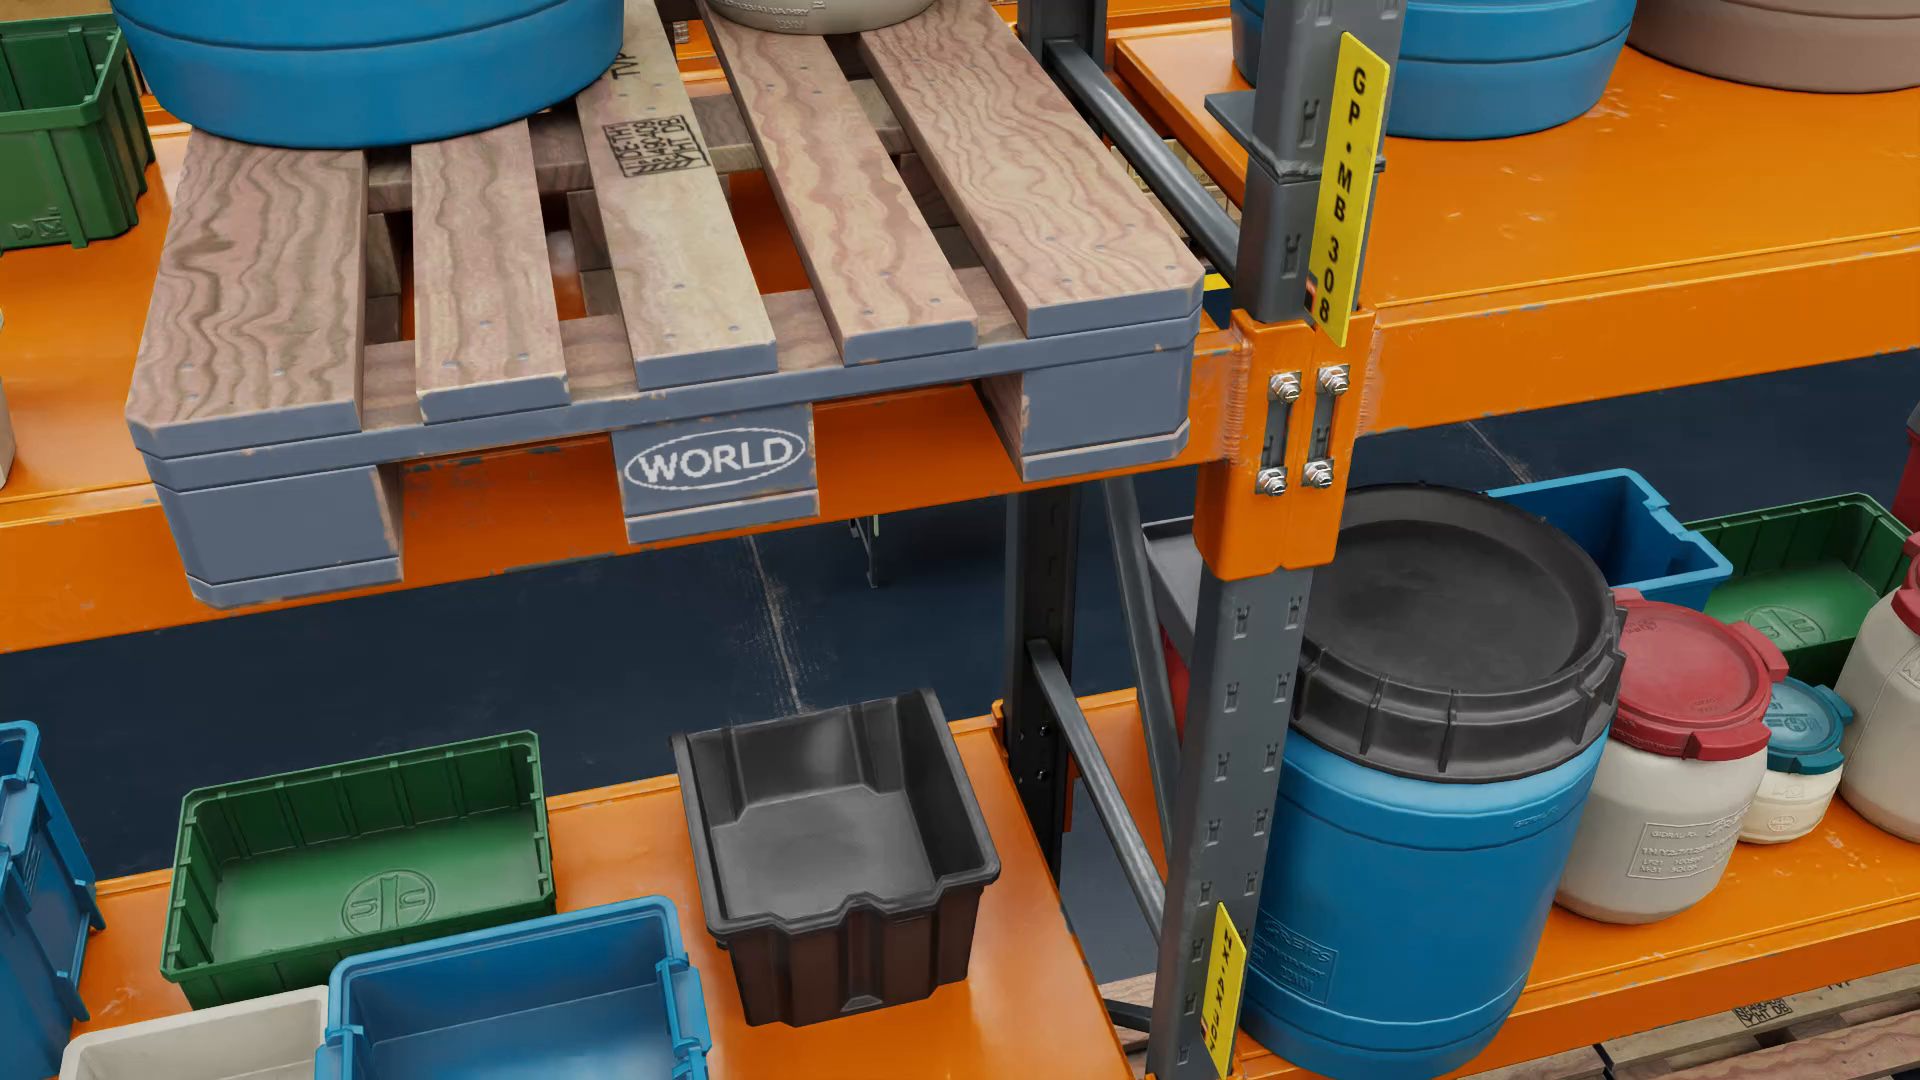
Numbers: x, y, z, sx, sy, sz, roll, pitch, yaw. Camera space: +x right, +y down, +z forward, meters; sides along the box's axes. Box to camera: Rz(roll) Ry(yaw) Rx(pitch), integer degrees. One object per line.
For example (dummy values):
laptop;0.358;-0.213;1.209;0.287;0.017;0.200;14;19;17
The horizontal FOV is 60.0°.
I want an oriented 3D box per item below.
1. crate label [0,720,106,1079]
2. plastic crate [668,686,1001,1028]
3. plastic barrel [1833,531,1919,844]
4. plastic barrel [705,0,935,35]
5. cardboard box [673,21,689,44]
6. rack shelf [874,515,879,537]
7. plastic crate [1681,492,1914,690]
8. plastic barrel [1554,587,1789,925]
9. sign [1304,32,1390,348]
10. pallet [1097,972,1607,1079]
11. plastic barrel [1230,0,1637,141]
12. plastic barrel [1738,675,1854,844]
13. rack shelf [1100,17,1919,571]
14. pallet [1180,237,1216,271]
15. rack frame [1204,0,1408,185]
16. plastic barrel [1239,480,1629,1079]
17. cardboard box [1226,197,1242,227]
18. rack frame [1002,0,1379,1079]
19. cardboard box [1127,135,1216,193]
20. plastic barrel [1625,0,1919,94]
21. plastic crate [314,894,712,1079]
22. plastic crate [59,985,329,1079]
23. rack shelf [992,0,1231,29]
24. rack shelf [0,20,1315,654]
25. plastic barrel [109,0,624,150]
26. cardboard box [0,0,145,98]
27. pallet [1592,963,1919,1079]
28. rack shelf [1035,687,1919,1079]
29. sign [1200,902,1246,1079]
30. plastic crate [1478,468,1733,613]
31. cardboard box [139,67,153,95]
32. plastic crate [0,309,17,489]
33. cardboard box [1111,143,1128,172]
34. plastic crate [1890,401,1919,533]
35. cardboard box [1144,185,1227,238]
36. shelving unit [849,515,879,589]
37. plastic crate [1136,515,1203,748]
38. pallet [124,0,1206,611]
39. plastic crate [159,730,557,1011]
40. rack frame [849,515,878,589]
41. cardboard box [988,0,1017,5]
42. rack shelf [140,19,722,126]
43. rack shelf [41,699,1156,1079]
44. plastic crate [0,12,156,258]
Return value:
crate label;-1.875;0.669;2.877;0.616;0.435;0.502;-9;38;-12
plastic crate;-0.259;0.533;3.136;0.504;0.338;0.767;-9;38;-12
plastic barrel;1.969;0.307;3.268;0.433;0.535;0.433;0;37;0
plastic barrel;-0.187;-0.950;2.116;0.421;0.512;0.421;0;37;0
cardboard box;-1.435;-2.372;6.800;0.500;0.500;0.700;-10;39;-13
rack shelf;-0.006;-0.336;5.991;0.720;0.370;0.431;-9;38;-12
plastic crate;1.888;0.142;3.769;0.662;0.188;0.450;-9;38;-12
plastic barrel;1.261;0.423;3.117;0.433;0.535;0.433;0;37;0
sign;0.413;-0.371;1.790;0.005;0.325;0.100;-9;38;-12
pallet;1.028;1.460;4.168;1.213;0.211;1.003;-9;38;-12
plastic barrel;0.714;-1.099;2.336;0.708;0.901;0.600;-9;38;-12
plastic barrel;1.598;0.435;3.326;0.301;0.262;0.301;0;37;0
rack shelf;2.211;-0.723;2.849;4.000;0.370;1.077;-9;38;-12
pallet;0.873;-1.634;8.212;1.213;0.211;1.003;-9;38;-12
rack frame;0.280;-1.883;1.305;0.127;3.000;1.000;-9;38;-12
plastic barrel;0.732;0.417;2.823;0.708;0.901;0.600;-9;38;-12
cardboard box;1.427;-1.727;7.956;0.500;0.250;0.500;-8;38;-11
rack frame;0.280;0.500;3.128;0.127;3.000;1.000;-9;38;-12
cardboard box;0.940;-1.867;7.678;0.500;0.311;0.500;-8;38;-11
plastic barrel;1.346;-1.202;2.471;0.600;0.901;0.600;0;37;0
plastic crate;-0.718;0.893;2.736;0.616;0.251;0.499;-9;38;-12
plastic crate;-1.222;1.010;2.678;0.437;0.136;0.530;-9;38;-12
rack shelf;0.923;-2.437;7.560;4.000;0.370;1.077;-9;38;-12
rack shelf;-1.651;-0.089;2.021;4.000;0.370;1.077;-9;38;-12
plastic barrel;-0.709;-0.963;1.813;0.708;0.901;0.600;-9;38;-12
cardboard box;-3.429;-2.040;6.366;0.500;0.500;0.700;-9;38;-12
pallet;2.208;1.265;4.423;1.213;0.211;1.003;-9;38;-12
rack shelf;2.211;0.469;3.761;4.000;0.370;1.077;-9;38;-12
sign;0.413;0.714;2.620;0.005;0.325;0.100;-9;38;-12
plastic crate;1.264;0.149;3.600;0.575;0.384;0.392;-9;38;-12
cardboard box;-2.922;-2.126;6.478;0.500;0.500;0.700;-8;38;-11
plastic crate;-1.164;-0.096;1.654;0.396;0.136;0.243;-9;38;-12
cardboard box;0.440;-1.782;7.567;0.500;0.311;0.500;-11;39;-13
plastic crate;2.502;-0.083;3.837;0.583;0.464;0.402;-9;38;-12
cardboard box;0.931;-1.643;7.847;0.500;0.250;0.500;-9;38;-11
shelving unit;-0.006;-0.595;5.793;0.755;1.500;0.431;-9;38;-12
plastic crate;0.668;0.218;3.443;0.583;0.464;0.402;-9;38;-12
pallet;-0.391;-0.445;2.050;1.003;0.211;1.213;-9;38;-12
plastic crate;-1.104;0.633;3.128;0.662;0.188;0.450;-9;38;-12
rack frame;-0.360;-0.537;5.717;0.023;1.500;0.400;-9;38;-12
cardboard box;0.246;-2.642;7.152;0.500;0.500;0.500;-7;38;-9
rack shelf;-2.939;-1.804;6.731;4.000;0.370;1.077;-9;38;-12
rack shelf;-1.651;1.102;2.932;4.000;0.370;1.077;-9;38;-12
plastic crate;-1.314;-0.517;2.163;0.450;0.188;0.336;-9;38;-12
